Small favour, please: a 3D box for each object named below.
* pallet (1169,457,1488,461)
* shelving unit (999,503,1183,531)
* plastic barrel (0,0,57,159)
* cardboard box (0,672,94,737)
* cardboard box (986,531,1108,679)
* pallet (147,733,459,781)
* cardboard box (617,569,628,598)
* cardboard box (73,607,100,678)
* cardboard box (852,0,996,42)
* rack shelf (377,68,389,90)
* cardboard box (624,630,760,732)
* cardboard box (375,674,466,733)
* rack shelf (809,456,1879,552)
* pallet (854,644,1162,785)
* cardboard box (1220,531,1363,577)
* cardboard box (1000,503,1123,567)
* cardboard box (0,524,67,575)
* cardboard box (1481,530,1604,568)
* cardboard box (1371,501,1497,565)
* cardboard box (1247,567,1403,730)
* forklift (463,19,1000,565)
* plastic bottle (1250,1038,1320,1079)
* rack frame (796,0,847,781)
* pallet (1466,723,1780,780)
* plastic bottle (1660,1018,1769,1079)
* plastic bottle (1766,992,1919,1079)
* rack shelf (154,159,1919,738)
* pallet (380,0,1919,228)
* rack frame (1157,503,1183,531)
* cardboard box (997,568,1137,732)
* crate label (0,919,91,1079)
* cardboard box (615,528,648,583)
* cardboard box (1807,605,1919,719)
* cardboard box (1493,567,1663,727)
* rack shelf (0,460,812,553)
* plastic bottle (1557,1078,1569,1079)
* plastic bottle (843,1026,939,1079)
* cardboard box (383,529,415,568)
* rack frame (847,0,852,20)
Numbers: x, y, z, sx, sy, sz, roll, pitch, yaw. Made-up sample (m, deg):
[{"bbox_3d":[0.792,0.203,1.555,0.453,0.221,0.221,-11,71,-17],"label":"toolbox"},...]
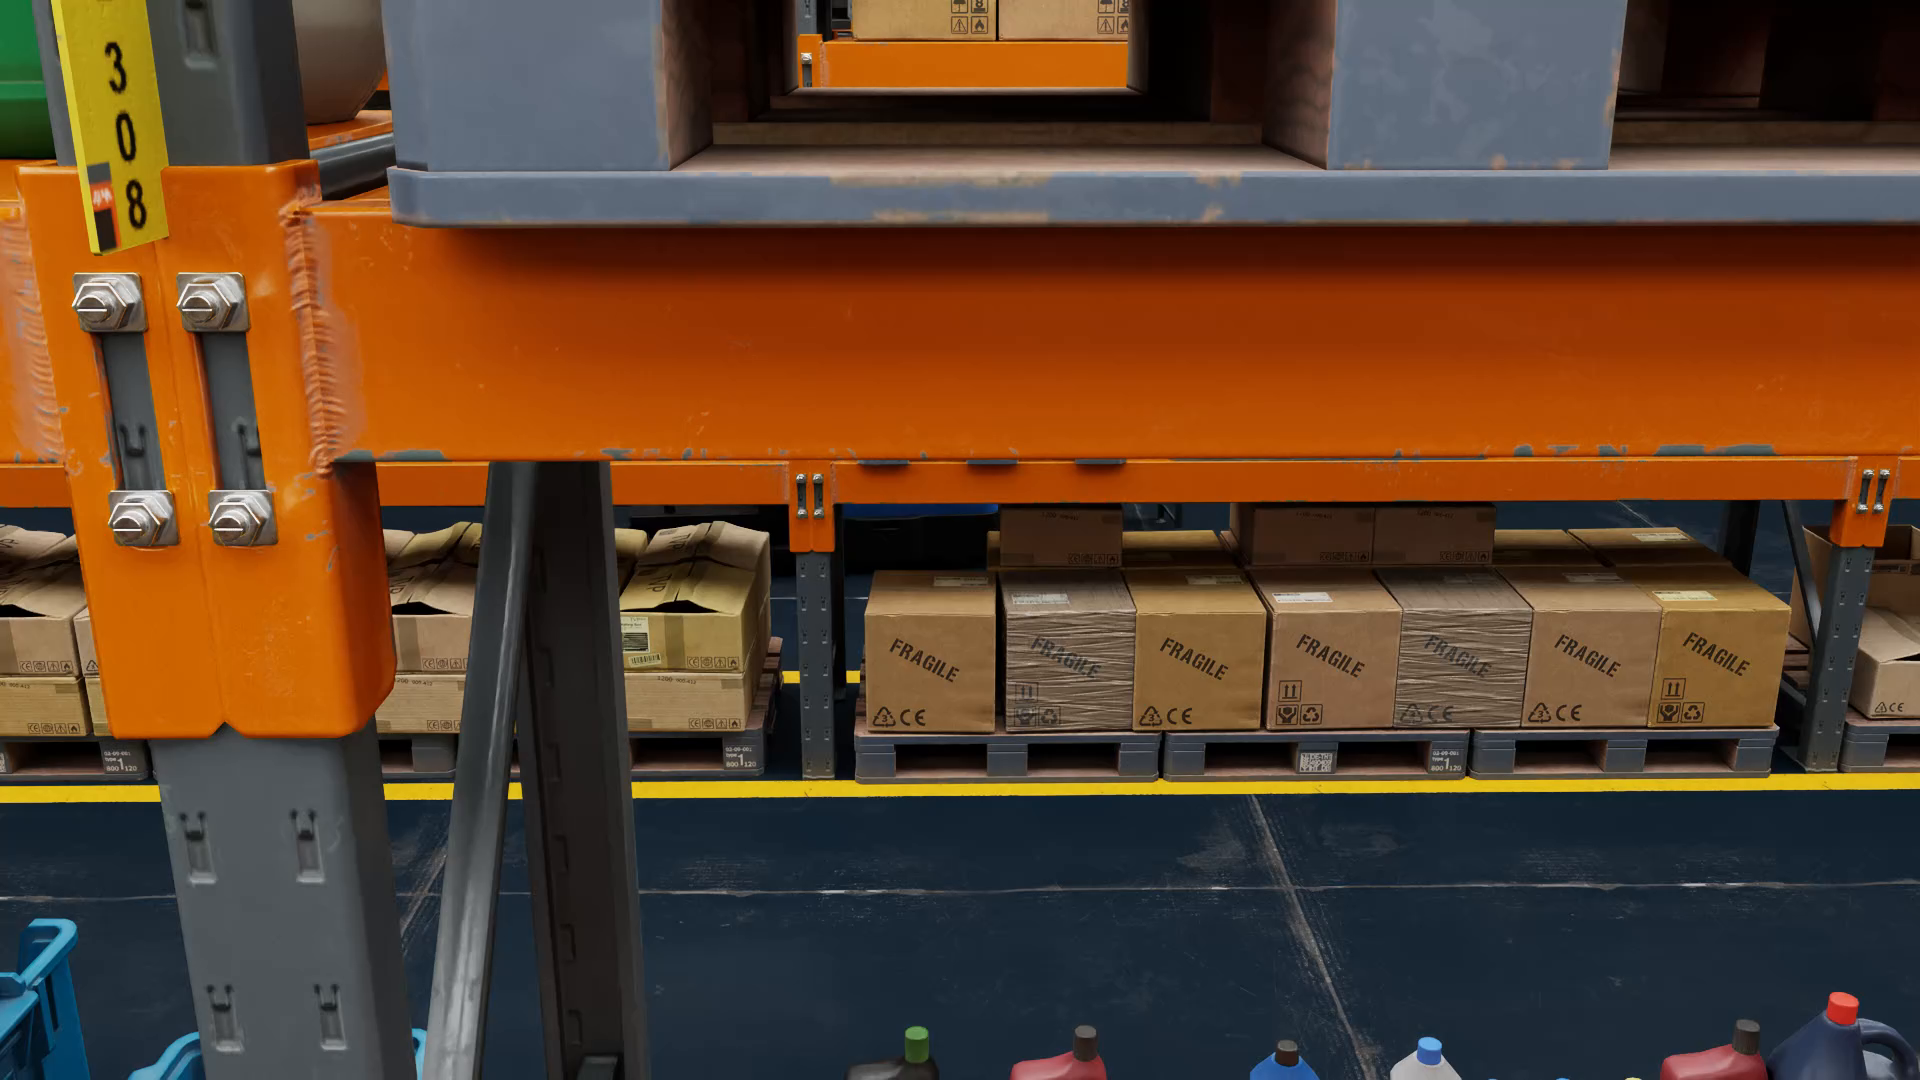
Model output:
[{"bbox_3d":[1.377,-0.548,6.660,1.213,0.211,1.003,0,18,-1],"label":"pallet"},{"bbox_3d":[0.714,-0.751,9.433,1.048,1.500,0.538,-2,18,-5],"label":"shelving unit"},{"bbox_3d":[-0.739,-0.453,1.394,0.294,0.245,0.294,0,18,0],"label":"plastic barrel"},{"bbox_3d":[-3.649,0.572,6.669,0.500,0.250,0.500,0,18,1],"label":"cardboard box"},{"bbox_3d":[0.364,0.276,7.149,0.500,0.500,0.500,0,18,1],"label":"cardboard box"},{"bbox_3d":[-2.608,0.696,7.032,1.213,0.211,1.003,0,18,-1],"label":"pallet"},{"bbox_3d":[-1.607,0.296,6.611,0.500,0.311,0.500,-1,18,-2],"label":"cardboard box"},{"bbox_3d":[-3.132,0.303,6.587,0.500,0.311,0.500,-1,18,-3],"label":"cardboard box"},{"bbox_3d":[-0.132,-2.117,6.162,0.500,0.500,0.910,0,18,-1],"label":"cardboard box"},{"bbox_3d":[-2.567,-1.705,6.218,4.000,0.370,1.077,0,18,-1],"label":"rack shelf"},{"bbox_3d":[-1.090,0.558,6.713,0.500,0.250,0.500,0,18,0],"label":"cardboard box"},{"bbox_3d":[-2.108,0.563,6.697,0.500,0.250,0.500,0,18,0],"label":"cardboard box"},{"bbox_3d":[1.432,-0.296,6.737,4.000,0.370,1.077,0,18,-1],"label":"rack shelf"},{"bbox_3d":[0.180,0.707,6.998,1.213,0.211,1.003,0,18,-1],"label":"pallet"},{"bbox_3d":[1.406,0.269,7.170,0.500,0.500,0.500,-1,18,-3],"label":"cardboard box"},{"bbox_3d":[0.420,-0.083,7.039,0.500,0.250,0.500,0,18,1],"label":"cardboard box"},{"bbox_3d":[-4.167,0.143,7.086,0.500,0.311,0.500,0,18,-1],"label":"cardboard box"},{"bbox_3d":[2.411,0.267,7.178,0.500,0.500,0.500,0,18,0],"label":"cardboard box"},{"bbox_3d":[1.945,-0.092,7.067,0.500,0.250,0.500,0,18,-1],"label":"cardboard box"},{"bbox_3d":[1.439,0.428,6.675,0.500,0.500,0.500,-1,18,-3],"label":"cardboard box"},{"bbox_3d":[-1.324,-1.355,8.973,3.031,2.935,1.130,-2,18,-5],"label":"forklift"},{"bbox_3d":[0.446,0.816,2.303,0.097,0.271,0.097,0,18,0],"label":"plastic bottle"},{"bbox_3d":[-0.567,-0.629,6.597,0.127,3.000,1.000,0,18,-1],"label":"rack frame"},{"bbox_3d":[2.619,0.695,7.035,1.213,0.211,1.003,0,18,-1],"label":"pallet"},{"bbox_3d":[1.048,0.802,2.328,0.133,0.283,0.061,0,18,-1],"label":"plastic bottle"},{"bbox_3d":[1.207,0.782,2.280,0.185,0.351,0.144,0,18,-1],"label":"plastic bottle"},{"bbox_3d":[1.507,-0.211,1.562,4.000,0.370,1.077,0,18,-1],"label":"rack shelf"},{"bbox_3d":[0.273,-0.428,1.370,1.213,0.211,1.003,0,18,-1],"label":"pallet"},{"bbox_3d":[1.220,-0.767,9.482,0.032,1.500,0.500,-2,18,-5],"label":"rack frame"},{"bbox_3d":[0.416,0.433,6.659,0.500,0.500,0.500,-1,18,-3],"label":"cardboard box"},{"bbox_3d":[-1.491,0.789,2.118,0.616,0.435,0.502,0,18,-1],"label":"crate label"},{"bbox_3d":[-1.621,0.132,7.123,0.500,0.311,0.500,-1,18,-2],"label":"cardboard box"},{"bbox_3d":[3.855,0.487,6.801,0.500,0.311,0.500,0,18,-1],"label":"cardboard box"},{"bbox_3d":[2.449,0.423,6.692,0.500,0.500,0.500,0,18,-1],"label":"cardboard box"},{"bbox_3d":[-2.567,-0.277,6.677,4.000,0.370,1.077,0,18,-1],"label":"rack shelf"},{"bbox_3d":[0.835,0.848,2.320,0.097,0.201,0.097,0,18,0],"label":"plastic bottle"},{"bbox_3d":[-0.095,0.807,2.311,0.133,0.283,0.061,0,18,-1],"label":"plastic bottle"},{"bbox_3d":[-2.645,0.136,7.109,0.500,0.311,0.500,0,18,-2],"label":"cardboard box"},{"bbox_3d":[-0.649,-2.142,11.313,0.127,3.000,1.000,0,18,-1],"label":"rack frame"}]
